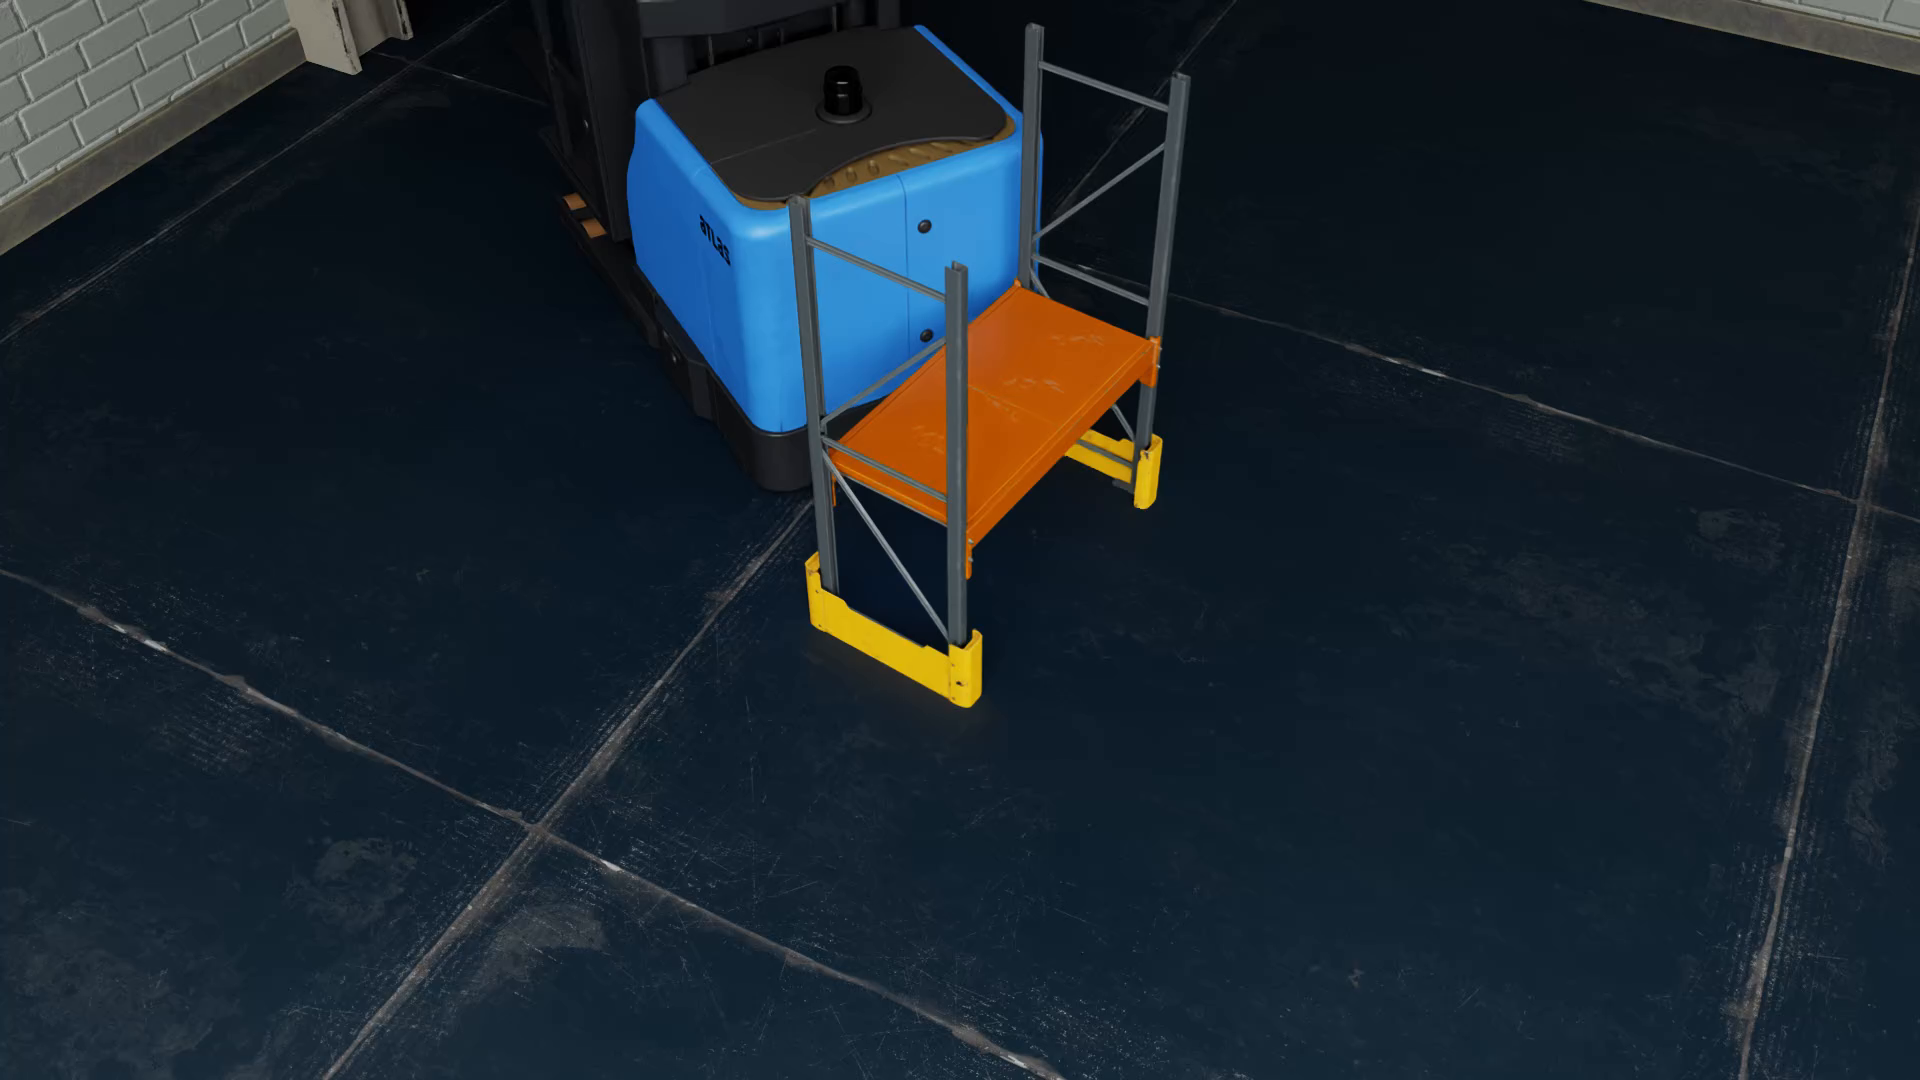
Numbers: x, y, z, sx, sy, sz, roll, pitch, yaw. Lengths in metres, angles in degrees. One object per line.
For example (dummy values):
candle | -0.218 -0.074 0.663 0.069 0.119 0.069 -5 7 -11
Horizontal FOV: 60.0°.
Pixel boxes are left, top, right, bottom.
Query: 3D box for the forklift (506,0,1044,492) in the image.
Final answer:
forklift | -0.897 -2.226 5.390 1.130 2.935 3.031 -22 49 -20

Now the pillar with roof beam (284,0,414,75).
pillar with roof beam | 1.126 -3.946 2.823 9.100 9.000 0.400 20 49 19

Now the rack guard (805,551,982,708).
rack guard | -0.194 0.256 4.821 0.587 0.250 0.087 27 51 24

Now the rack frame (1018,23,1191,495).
rack frame | 0.390 -0.774 4.960 0.500 1.500 0.032 27 51 24

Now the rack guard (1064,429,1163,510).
rack guard | 0.379 -0.323 5.394 0.587 0.250 0.087 27 51 24

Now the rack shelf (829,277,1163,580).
rack shelf | 0.098 -0.352 4.796 0.538 0.185 1.000 27 51 24

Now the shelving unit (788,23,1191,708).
shelving unit | 0.093 -0.473 4.663 0.587 1.500 1.083 27 51 24

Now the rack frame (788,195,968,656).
rack frame | -0.194 -0.182 4.376 0.500 1.500 0.032 27 51 24
